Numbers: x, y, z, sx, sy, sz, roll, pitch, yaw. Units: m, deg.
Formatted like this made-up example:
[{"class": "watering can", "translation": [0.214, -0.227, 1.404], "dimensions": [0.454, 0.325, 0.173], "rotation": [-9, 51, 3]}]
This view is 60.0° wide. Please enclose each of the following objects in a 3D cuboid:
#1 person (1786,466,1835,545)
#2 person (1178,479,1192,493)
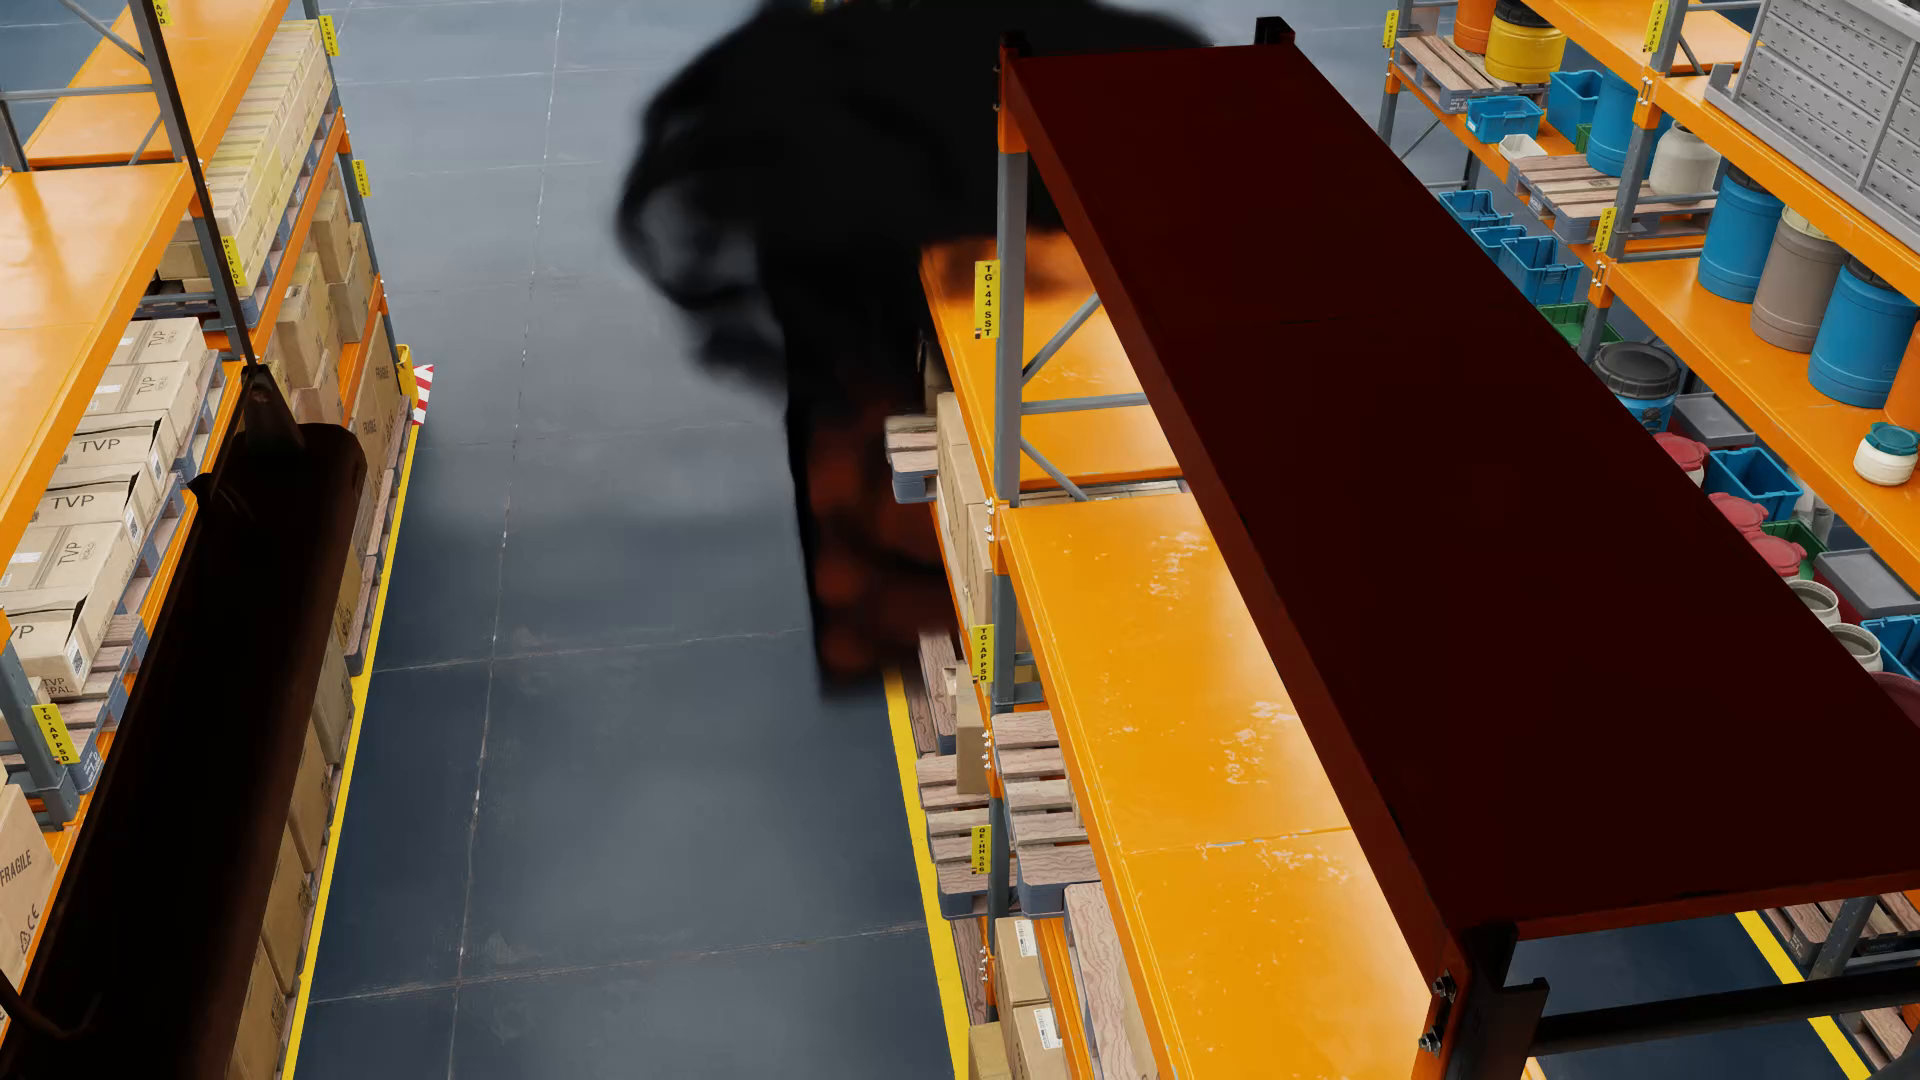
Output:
[{"class": "person", "translation": [6.508, -0.484, 12.644], "dimensions": [0.752, 1.737, 1.039], "rotation": [17, 40, 22]}, {"class": "person", "translation": [1.657, 0.503, 11.391], "dimensions": [0.753, 1.744, 1.055], "rotation": [-6, 37, -8]}]
